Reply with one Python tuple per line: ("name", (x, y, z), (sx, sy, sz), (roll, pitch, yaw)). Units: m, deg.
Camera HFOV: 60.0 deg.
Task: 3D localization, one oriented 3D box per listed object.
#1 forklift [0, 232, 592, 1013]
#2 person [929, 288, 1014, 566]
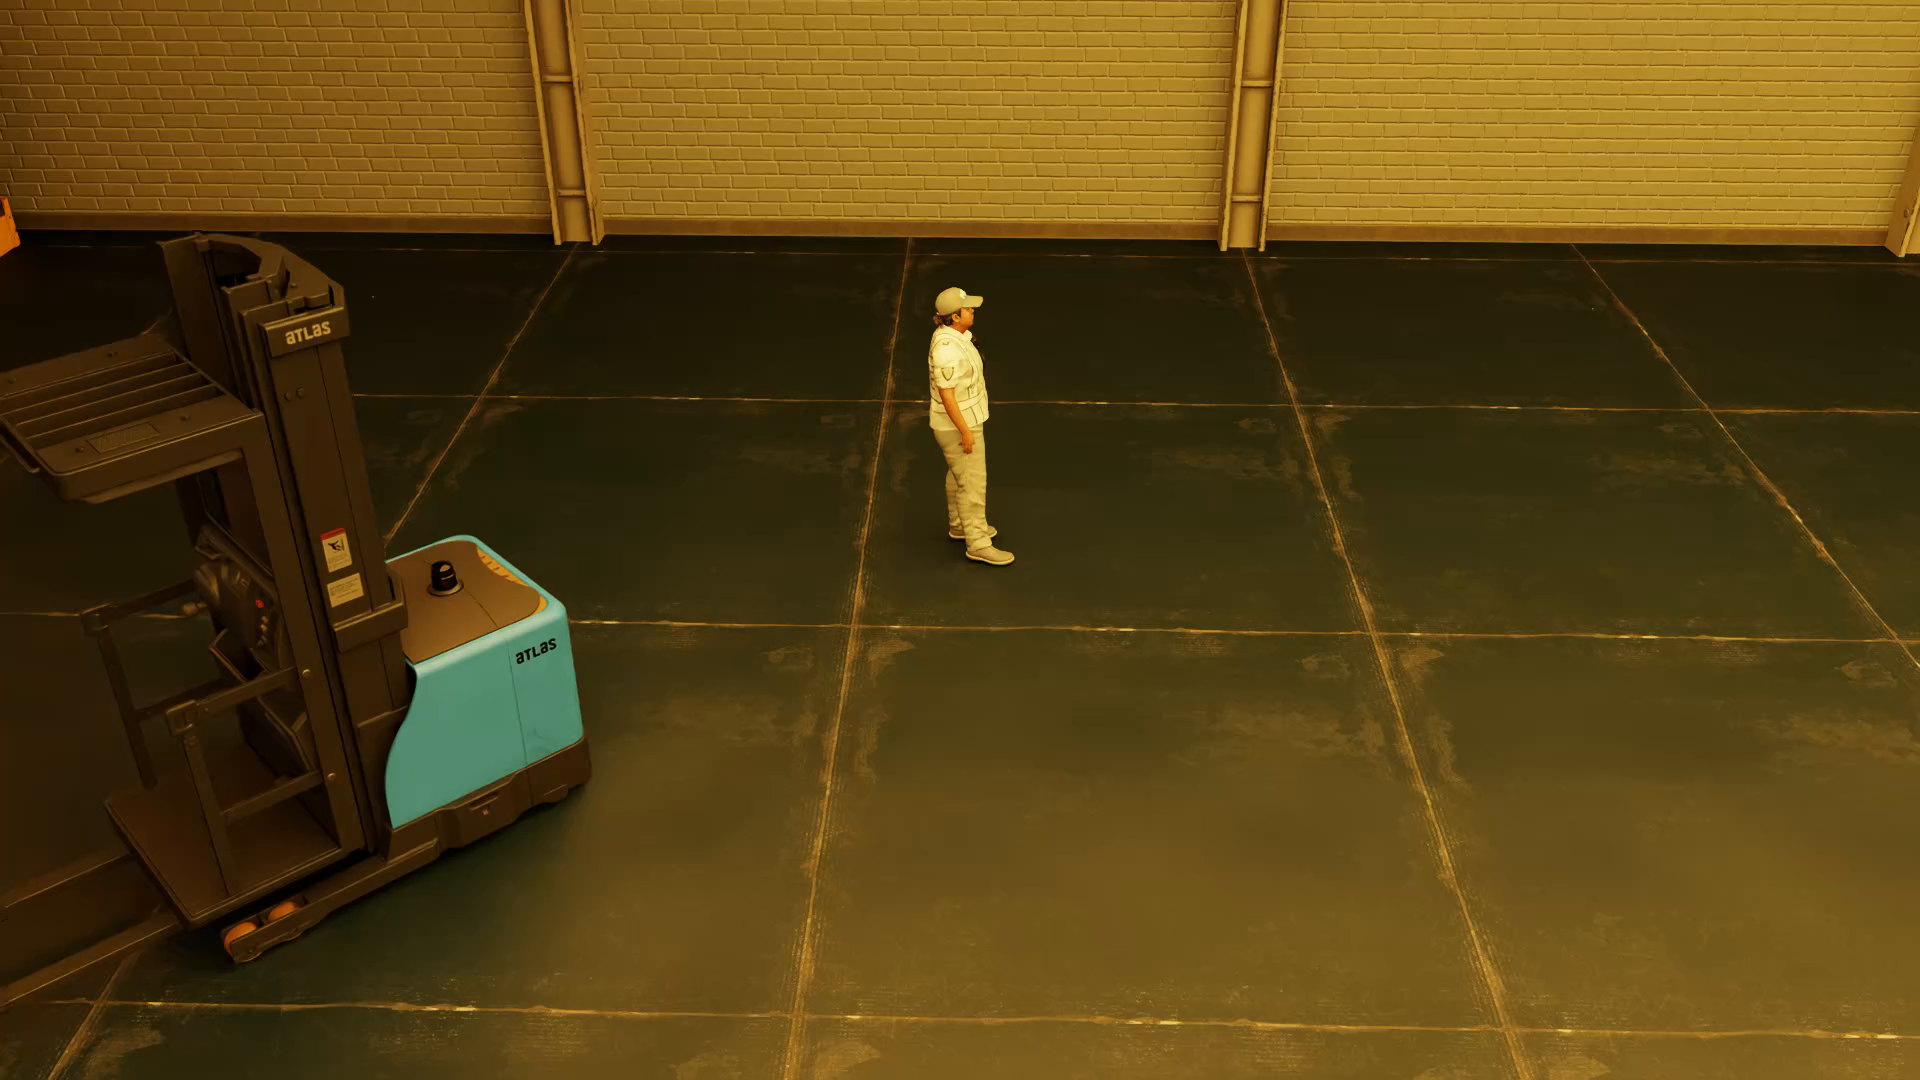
("forklift", (-3.282, 0.298, 7.109), (3.031, 2.935, 1.130), (-25, 39, -36))
("person", (0.076, -0.712, 10.052), (0.529, 1.670, 0.599), (1, 31, 1))
